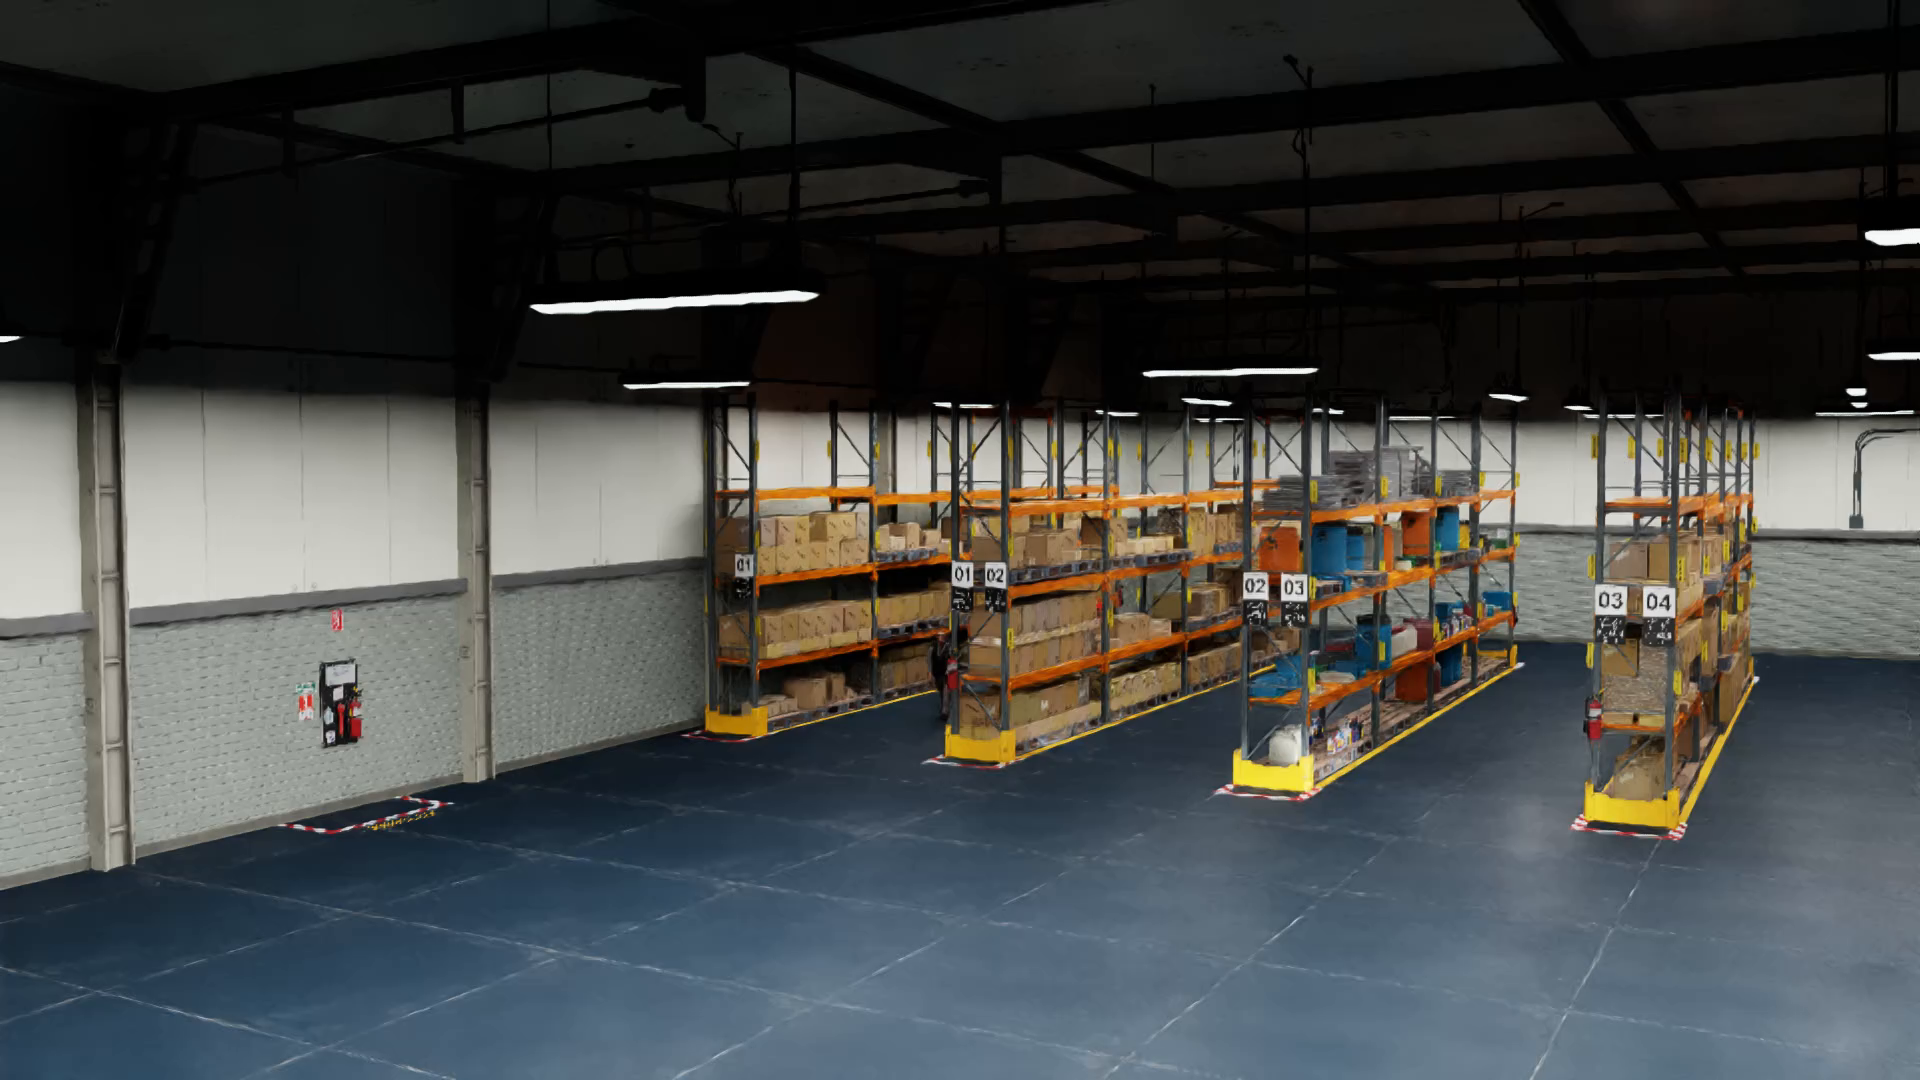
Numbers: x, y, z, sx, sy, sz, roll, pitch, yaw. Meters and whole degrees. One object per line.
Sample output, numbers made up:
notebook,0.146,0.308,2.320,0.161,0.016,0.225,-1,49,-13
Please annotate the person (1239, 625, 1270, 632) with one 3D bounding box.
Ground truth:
person,7.956,1.695,45.138,0.772,1.719,0.587,-1,3,-22

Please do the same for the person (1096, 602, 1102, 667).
person,3.030,2.192,35.930,0.553,1.709,1.123,2,4,31

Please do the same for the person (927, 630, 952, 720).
person,-0.324,2.493,30.949,0.564,1.647,1.088,1,3,19
